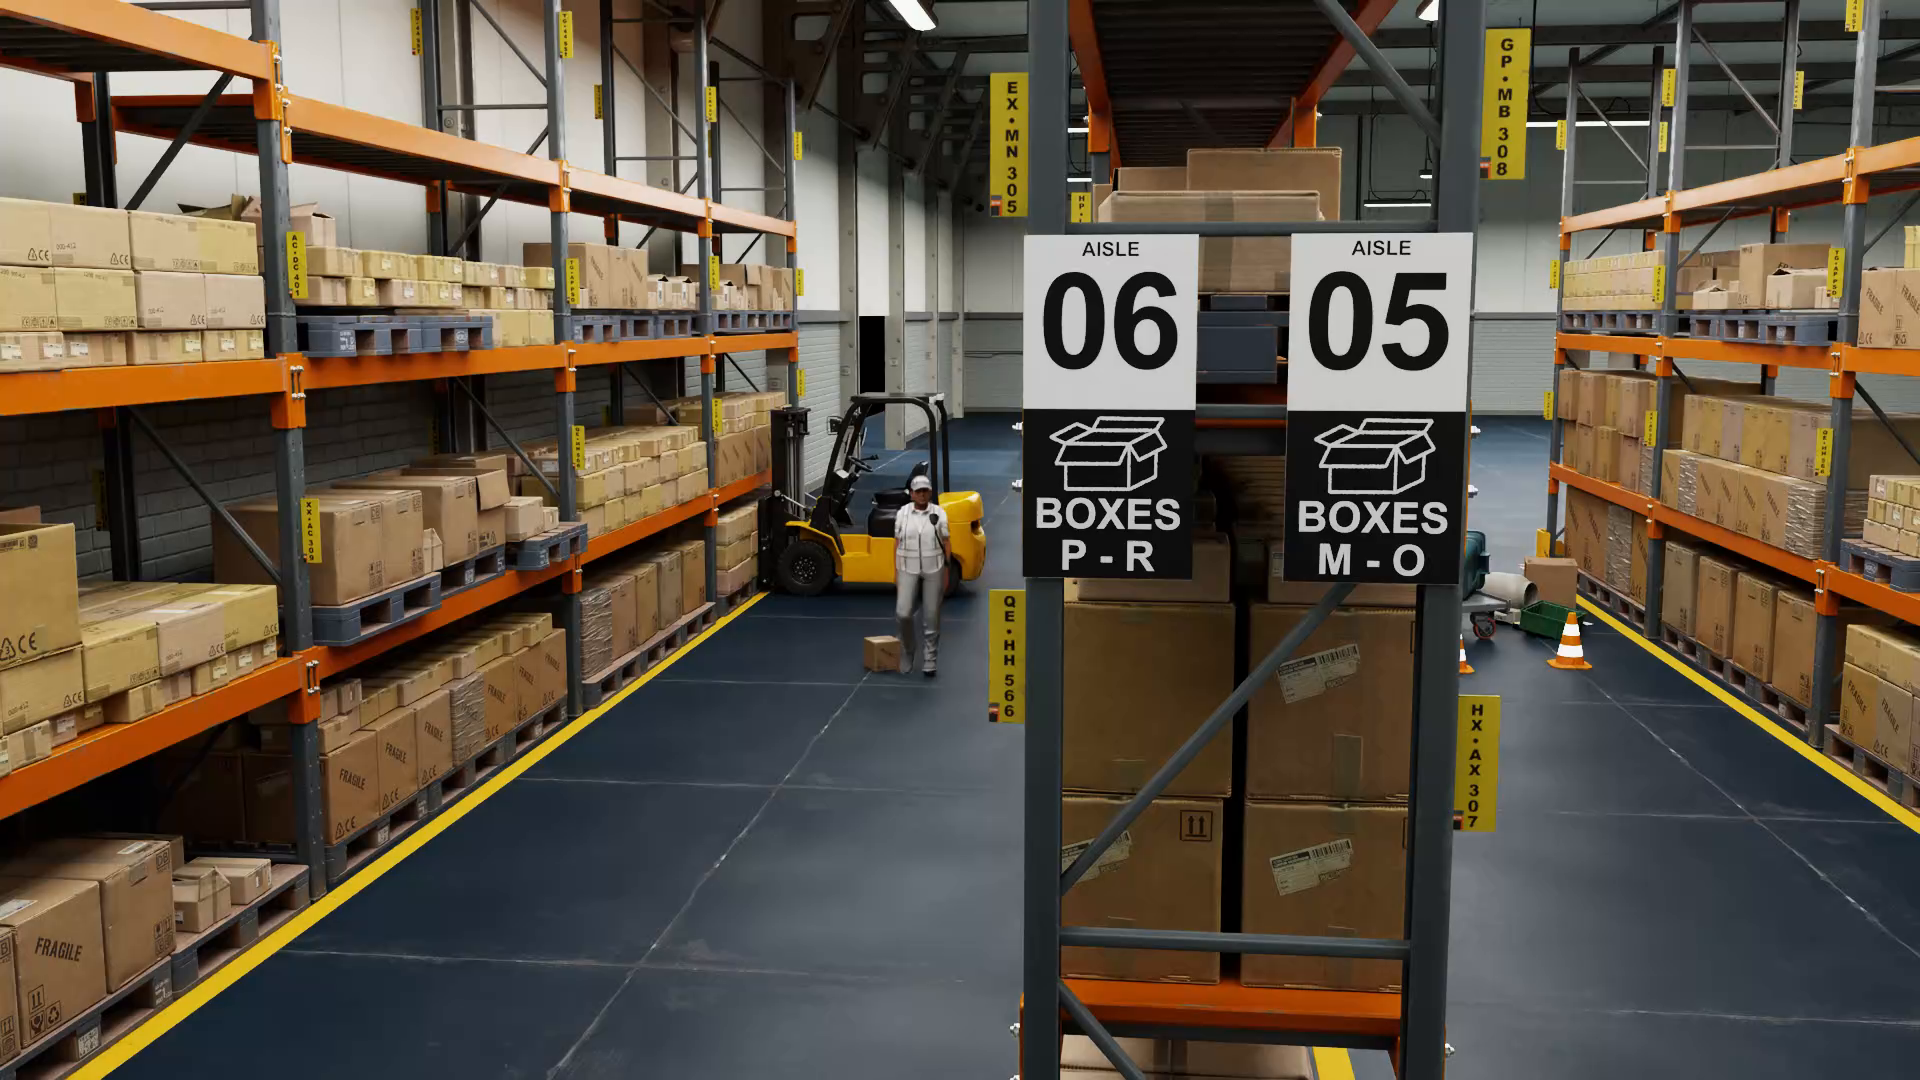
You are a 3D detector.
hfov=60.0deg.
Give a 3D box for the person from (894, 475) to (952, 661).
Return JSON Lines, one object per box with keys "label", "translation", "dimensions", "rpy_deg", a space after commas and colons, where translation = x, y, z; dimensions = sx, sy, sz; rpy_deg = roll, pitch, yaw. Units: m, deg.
{"label": "person", "translation": [-0.313, 0.251, 13.933], "dimensions": [0.485, 1.582, 0.468], "rpy_deg": [0, 8, -1]}
